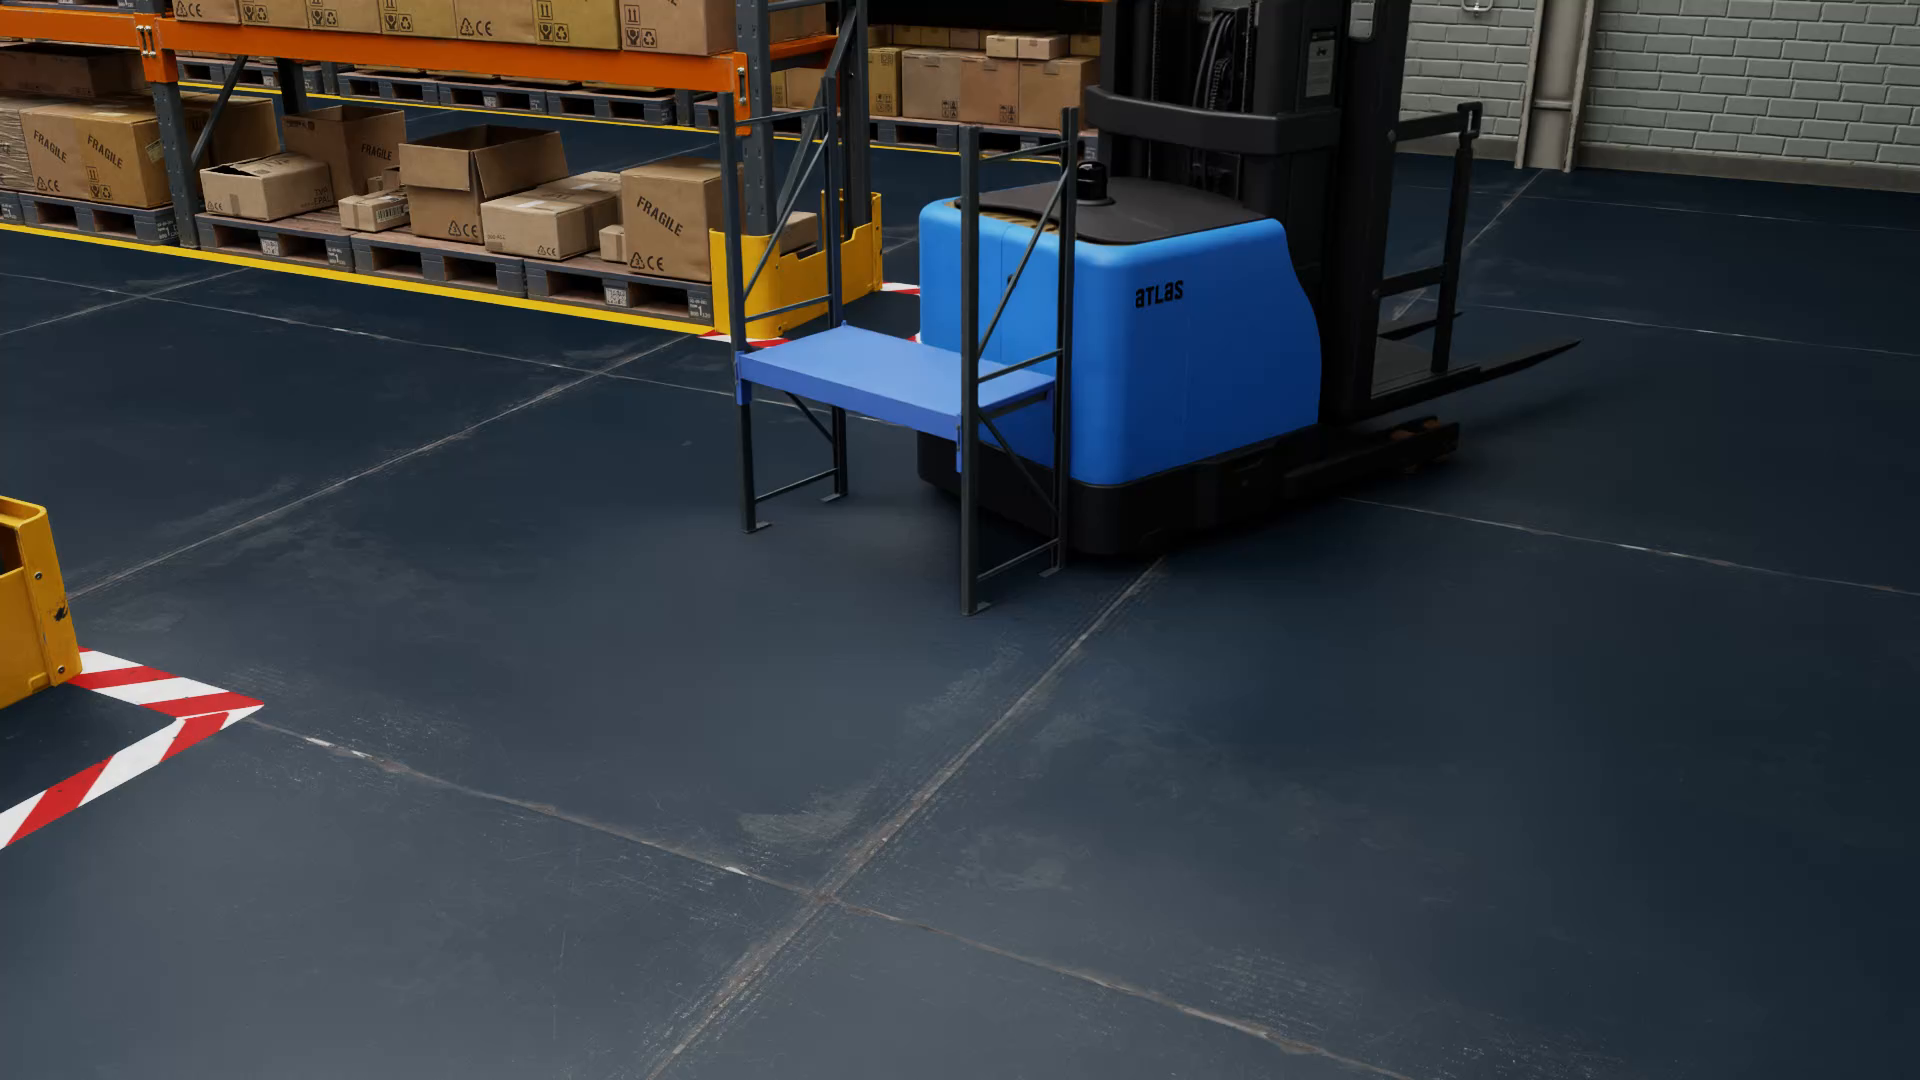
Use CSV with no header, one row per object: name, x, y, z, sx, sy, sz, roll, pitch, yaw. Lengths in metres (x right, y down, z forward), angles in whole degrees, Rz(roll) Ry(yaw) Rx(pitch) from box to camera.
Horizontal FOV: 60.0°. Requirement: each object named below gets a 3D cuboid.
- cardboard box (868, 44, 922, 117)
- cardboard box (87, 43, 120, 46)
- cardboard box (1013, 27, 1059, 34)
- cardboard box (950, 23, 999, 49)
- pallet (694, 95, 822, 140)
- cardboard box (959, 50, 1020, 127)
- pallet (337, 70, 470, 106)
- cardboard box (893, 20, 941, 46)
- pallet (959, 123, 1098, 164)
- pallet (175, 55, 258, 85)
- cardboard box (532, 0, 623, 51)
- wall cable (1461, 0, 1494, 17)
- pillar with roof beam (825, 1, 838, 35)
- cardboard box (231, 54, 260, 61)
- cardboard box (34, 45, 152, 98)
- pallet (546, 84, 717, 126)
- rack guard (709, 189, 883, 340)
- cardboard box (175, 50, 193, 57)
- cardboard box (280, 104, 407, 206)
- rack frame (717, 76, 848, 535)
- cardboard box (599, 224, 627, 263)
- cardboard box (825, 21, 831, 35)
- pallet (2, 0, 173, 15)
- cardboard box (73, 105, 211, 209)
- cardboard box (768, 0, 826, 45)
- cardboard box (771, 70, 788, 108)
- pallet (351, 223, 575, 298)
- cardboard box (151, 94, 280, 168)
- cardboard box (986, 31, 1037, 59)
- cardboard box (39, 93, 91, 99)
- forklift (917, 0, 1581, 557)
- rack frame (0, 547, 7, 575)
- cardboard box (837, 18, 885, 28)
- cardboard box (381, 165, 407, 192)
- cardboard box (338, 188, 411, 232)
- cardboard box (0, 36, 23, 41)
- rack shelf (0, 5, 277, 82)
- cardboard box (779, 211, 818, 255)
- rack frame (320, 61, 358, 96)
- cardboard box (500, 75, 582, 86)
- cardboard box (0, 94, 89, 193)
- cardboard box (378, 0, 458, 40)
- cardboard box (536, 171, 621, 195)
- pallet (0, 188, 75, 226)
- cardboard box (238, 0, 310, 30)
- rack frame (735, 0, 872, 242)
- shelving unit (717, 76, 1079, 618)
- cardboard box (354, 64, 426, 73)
cardboard box,-0.555,-3.689,13.250,0.500,0.500,0.700,12,26,26
cardboard box,-8.555,-5.336,17.097,0.500,0.500,0.700,12,26,26
cardboard box,0.569,-3.856,12.814,0.250,0.149,0.380,11,26,25
cardboard box,0.119,-3.945,13.023,0.250,0.149,0.380,12,26,25
pallet,-1.436,-3.551,13.830,1.213,0.211,1.003,11,25,25
cardboard box,0.374,-3.509,12.826,0.500,0.500,0.700,11,25,24
pallet,-4.980,-4.253,15.481,1.213,0.211,1.003,11,25,25
cardboard box,-0.336,-4.035,13.235,0.250,0.149,0.380,11,25,24
pallet,0.741,-3.120,12.817,1.213,0.211,1.003,11,25,25
pallet,-7.431,-4.773,16.704,1.213,0.211,1.003,11,25,25
cardboard box,-1.729,-2.679,8.089,0.500,0.500,0.500,11,26,25
wall cable,3.059,-4.861,12.050,1.851,1.984,0.084,11,25,25
pillar with roof beam,-3.007,-6.431,9.374,0.400,9.000,9.100,11,25,25
cardboard box,-6.723,-4.995,16.293,0.500,0.500,0.700,11,25,24
cardboard box,-5.526,-3.009,10.667,0.500,0.250,0.500,11,26,25
pallet,-2.802,-3.822,14.468,1.213,0.211,1.003,11,25,25
rack guard,-0.810,-1.422,8.454,0.348,0.500,1.175,11,25,25
cardboard box,-7.634,-5.158,16.678,0.500,0.500,0.700,12,26,25
cardboard box,-3.675,-2.315,9.994,0.500,0.500,0.500,11,25,25
rack frame,-0.589,-0.787,5.684,0.032,1.500,0.500,19,29,37
cardboard box,-1.659,-1.570,8.667,0.250,0.166,0.380,11,25,25
cardboard box,-1.235,-4.045,13.257,0.250,0.149,0.380,12,26,26
pallet,-4.975,-3.356,10.053,1.213,0.211,1.003,11,25,25
cardboard box,-4.881,-2.304,9.967,0.500,0.500,0.500,11,25,24
cardboard box,-1.019,-2.775,8.315,0.500,0.500,0.500,12,26,26
cardboard box,-1.459,-3.871,13.676,0.500,0.500,0.700,12,26,25
pallet,-2.606,-1.645,9.349,1.213,0.211,1.003,11,25,25
cardboard box,-4.633,-2.488,10.398,0.500,0.500,0.500,10,25,22
cardboard box,0.395,-3.723,12.501,0.250,0.149,0.380,12,26,26
cardboard box,-5.557,-2.669,10.824,0.500,0.500,0.500,12,26,25
forklift,1.310,-1.745,6.108,3.031,2.935,1.130,-17,29,-35
rack frame,-2.980,-0.829,3.867,0.127,3.000,1.000,11,25,25
cardboard box,-0.792,-4.126,13.447,0.250,0.149,0.380,10,25,23
cardboard box,-3.006,-2.096,9.719,0.500,0.311,0.500,11,25,25
cardboard box,-3.258,-1.865,9.360,0.250,0.166,0.380,11,25,25
cardboard box,-10.163,-5.630,17.787,0.500,0.500,0.500,9,25,21
rack shelf,-6.096,-3.287,10.565,4.000,0.370,1.077,11,25,25
cardboard box,-0.960,-1.643,8.861,0.250,0.149,0.380,11,25,25
rack frame,-5.649,-5.702,15.325,0.127,3.000,1.000,11,25,25
cardboard box,-3.513,-4.425,14.532,0.750,0.750,0.750,12,26,26
cardboard box,-5.766,-2.483,10.388,0.500,0.500,0.500,12,26,25
cardboard box,-2.621,-2.858,8.510,0.500,0.500,0.500,11,25,24
cardboard box,-1.992,-1.867,9.259,0.500,0.250,0.500,11,25,25
pallet,-6.147,-2.327,10.952,1.213,0.211,1.003,11,25,25
cardboard box,-3.521,-3.036,8.929,0.500,0.500,0.500,12,26,25
rack frame,-0.742,-2.559,7.933,0.127,3.000,1.000,11,25,25
shelving unit,-0.205,-0.656,5.377,1.048,1.500,0.538,19,29,37
cardboard box,-5.052,-4.730,15.250,0.750,0.750,0.750,11,25,24
